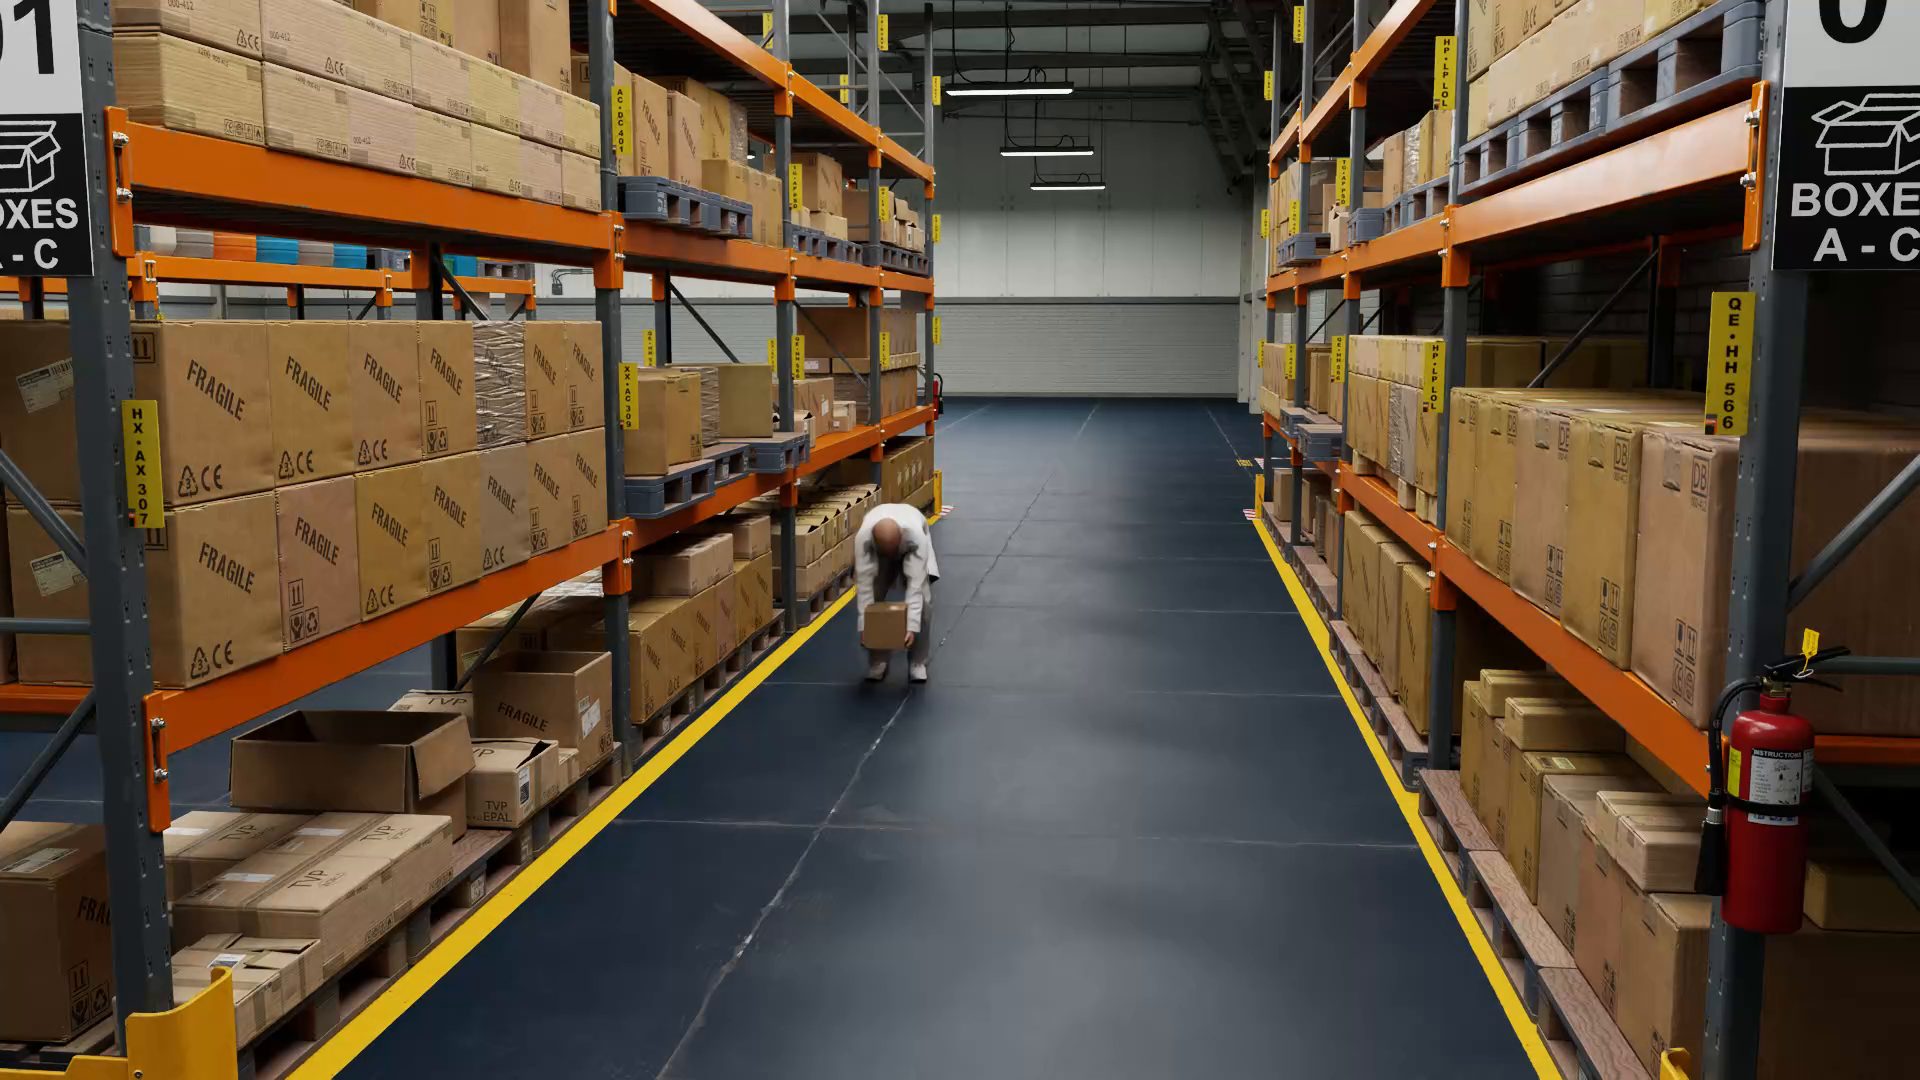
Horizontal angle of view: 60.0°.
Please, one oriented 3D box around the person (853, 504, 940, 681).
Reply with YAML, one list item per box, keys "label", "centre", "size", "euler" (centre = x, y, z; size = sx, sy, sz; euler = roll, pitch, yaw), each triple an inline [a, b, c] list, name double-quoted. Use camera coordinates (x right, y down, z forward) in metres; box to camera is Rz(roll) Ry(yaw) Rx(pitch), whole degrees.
- label: "person"
  centre: [-0.427, 0.357, 10.573]
  size: [0.568, 1.140, 0.948]
  euler: [1, 7, 4]
